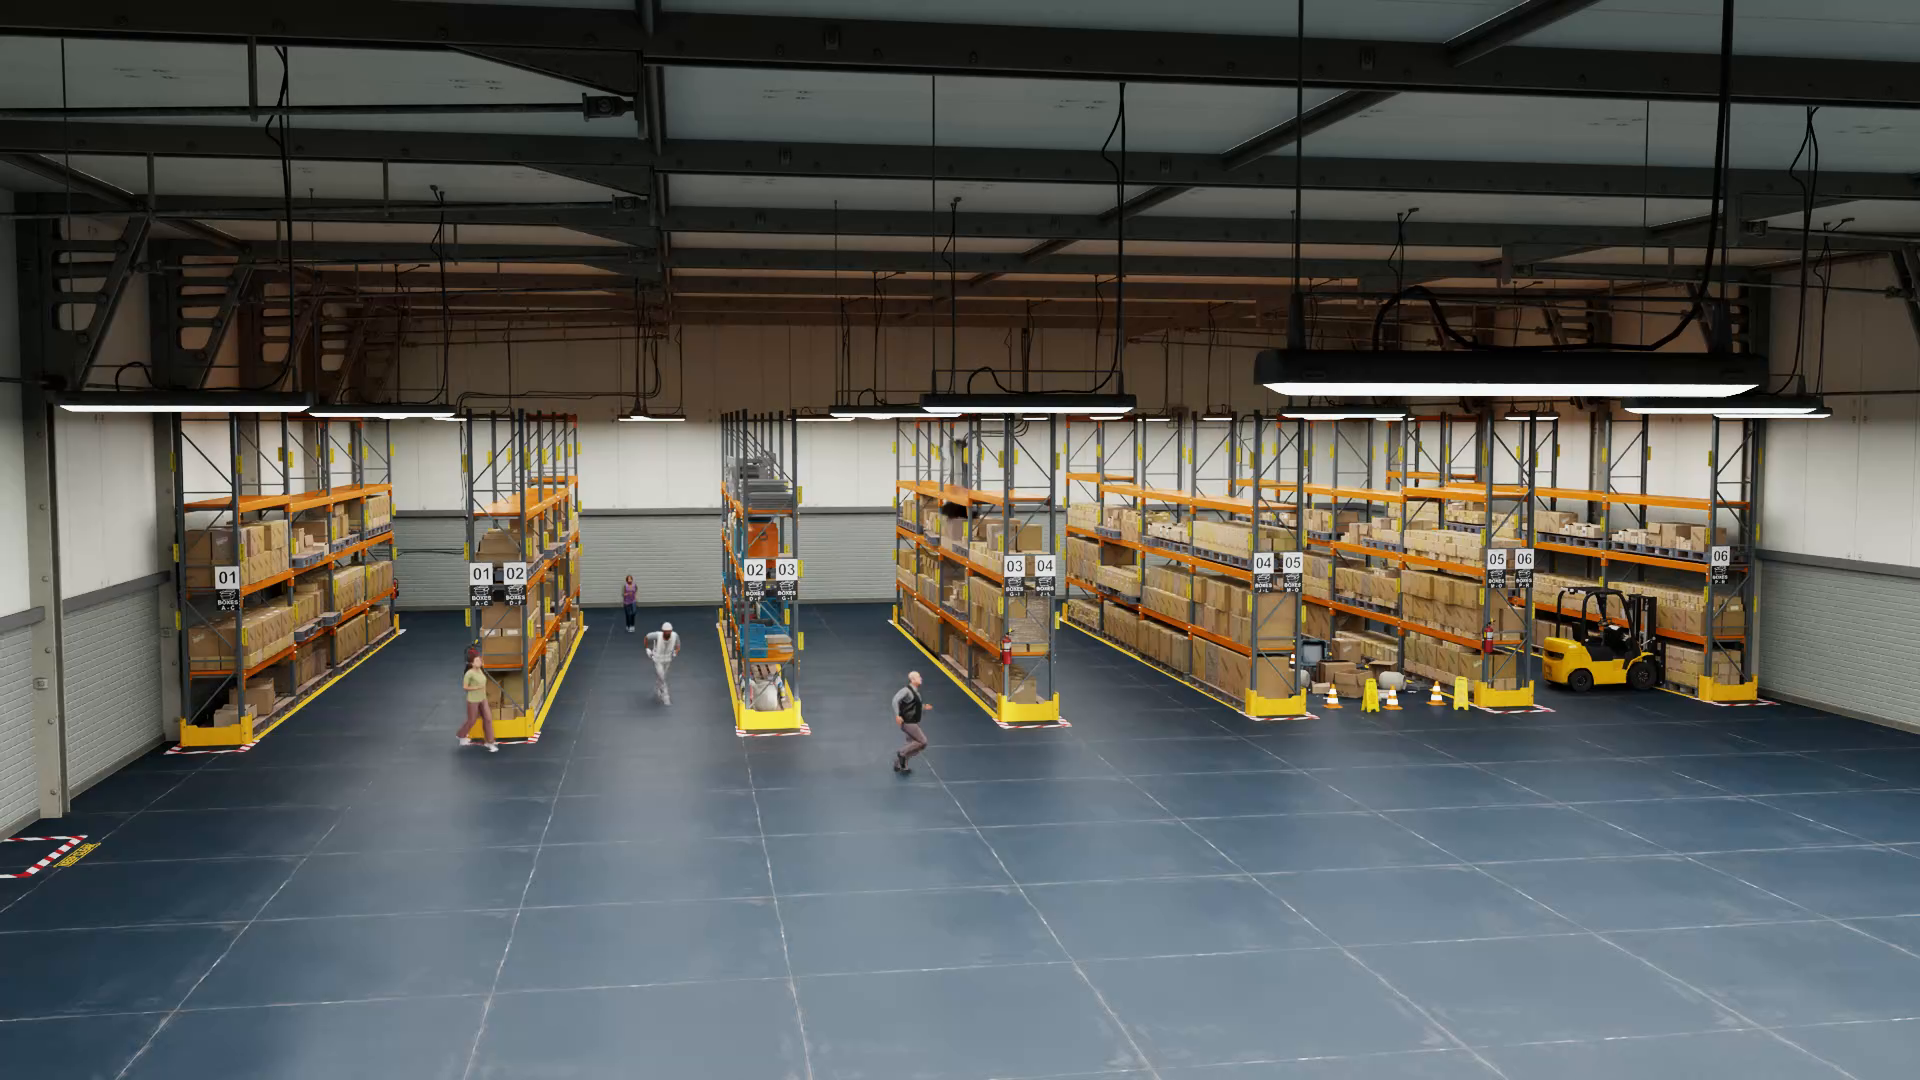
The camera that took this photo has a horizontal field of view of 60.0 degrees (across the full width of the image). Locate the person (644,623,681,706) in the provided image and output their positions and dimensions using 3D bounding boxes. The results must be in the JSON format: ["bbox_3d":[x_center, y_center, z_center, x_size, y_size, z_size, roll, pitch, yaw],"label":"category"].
[{"bbox_3d":[-6.131,2.520,34.173,0.729,1.732,1.053,-2,4,-26],"label":"person"}]

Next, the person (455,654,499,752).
[{"bbox_3d":[-8.497,2.844,29.133,0.931,1.694,0.556,2,5,30],"label":"person"}]

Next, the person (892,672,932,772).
[{"bbox_3d":[-0.778,2.980,27.175,0.670,1.656,0.648,1,4,16],"label":"person"}]

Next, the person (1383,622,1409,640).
[{"bbox_3d":[11.121,1.870,42.532,0.727,1.829,1.002,-1,4,-11],"label":"person"}]

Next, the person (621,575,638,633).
[{"bbox_3d":[-9.044,1.748,45.571,0.491,1.597,0.749,-1,4,-20],"label":"person"}]
